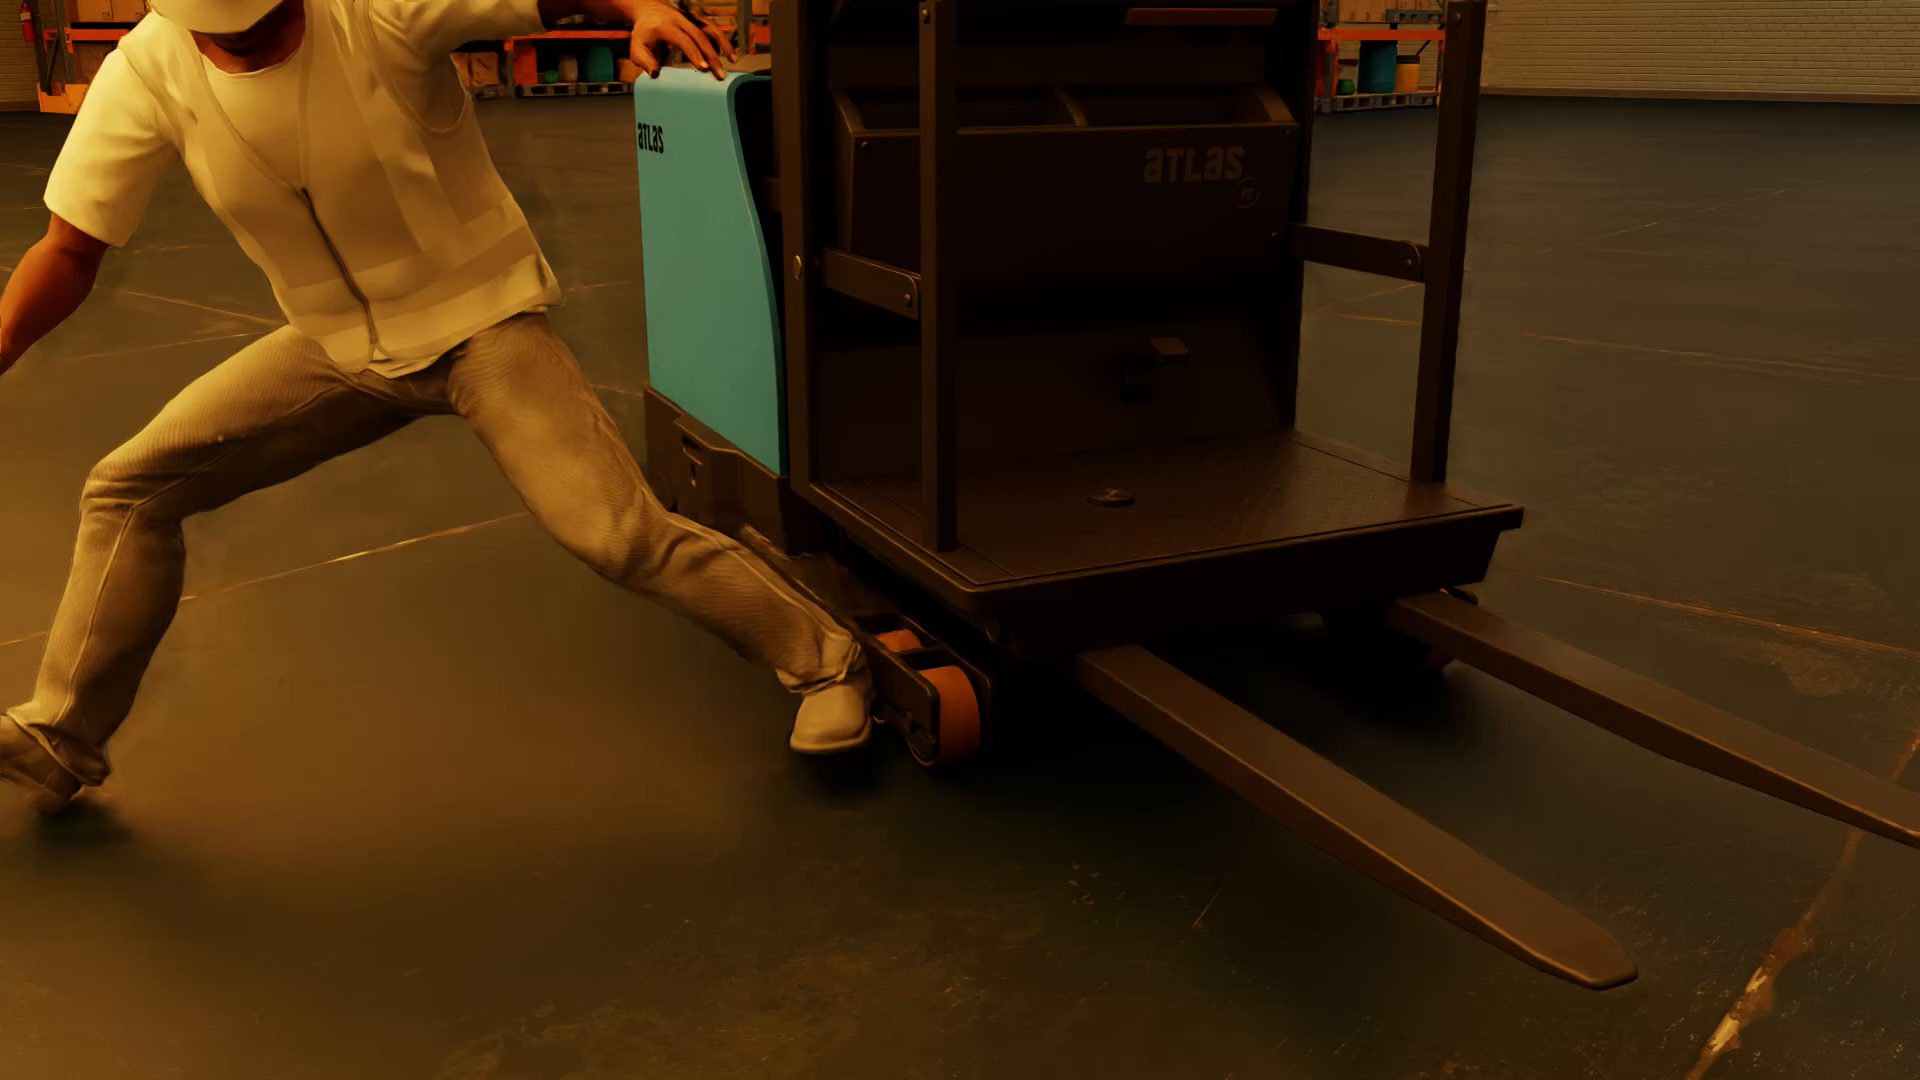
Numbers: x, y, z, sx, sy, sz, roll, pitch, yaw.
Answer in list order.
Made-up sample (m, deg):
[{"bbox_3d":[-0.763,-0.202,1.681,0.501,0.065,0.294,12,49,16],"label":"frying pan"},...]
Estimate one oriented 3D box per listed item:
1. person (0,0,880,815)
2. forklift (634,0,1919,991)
[{"bbox_3d":[-0.844,-0.279,2.451,1.337,1.427,0.831,4,17,13],"label":"person"},{"bbox_3d":[0.300,-1.175,2.768,1.130,2.935,3.031,-8,19,-24],"label":"forklift"}]
